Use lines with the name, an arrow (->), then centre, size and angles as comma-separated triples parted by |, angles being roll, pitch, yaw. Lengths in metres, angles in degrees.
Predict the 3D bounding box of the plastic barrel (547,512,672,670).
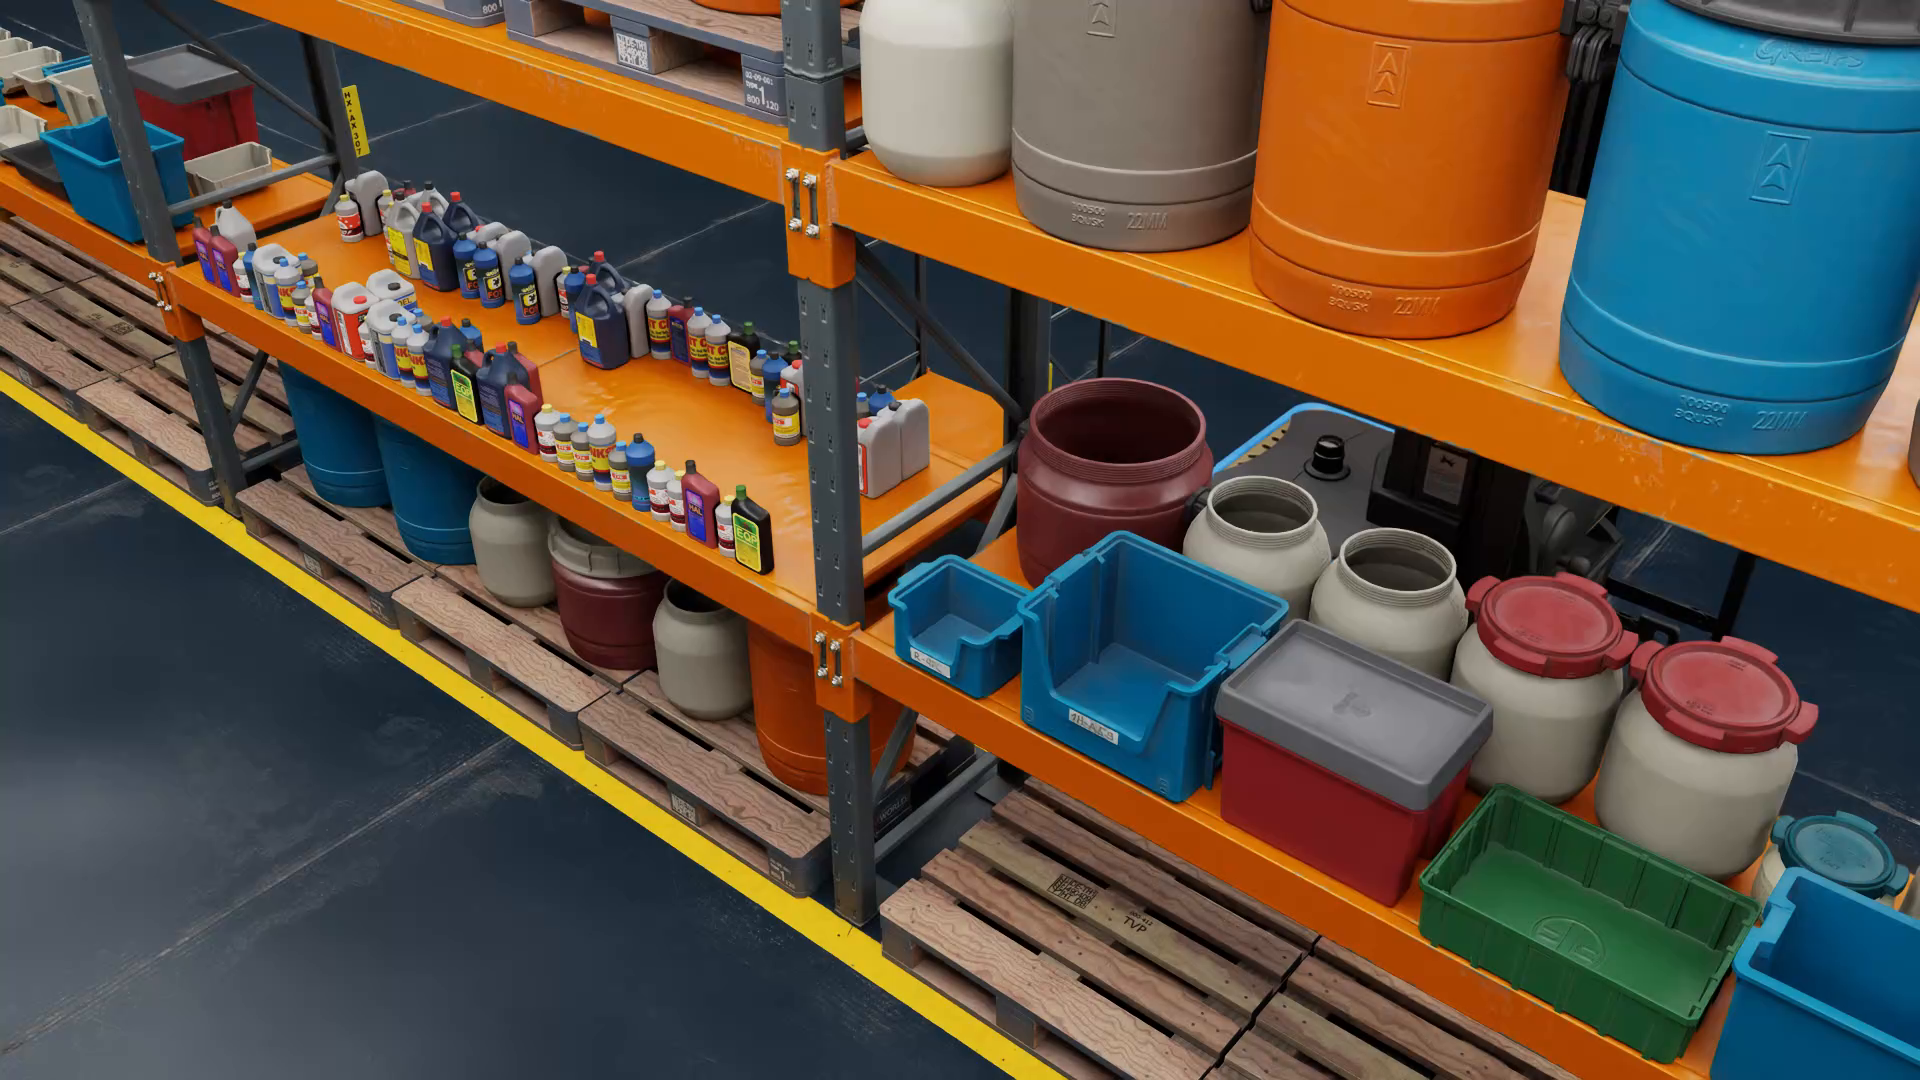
plastic barrel -> -1.328, 0.120, 6.685 | 0.708, 0.588, 0.600 | 25, 42, 32

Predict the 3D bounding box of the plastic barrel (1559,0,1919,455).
plastic barrel -> 1.466, -0.680, 2.998 | 0.708, 0.901, 0.600 | 25, 42, 32

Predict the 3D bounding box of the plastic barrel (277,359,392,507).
plastic barrel -> -2.740, -0.675, 7.565 | 0.708, 0.901, 0.600 | 25, 42, 32

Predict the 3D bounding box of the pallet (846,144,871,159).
pallet -> -0.513, -2.886, 11.766 | 1.213, 0.211, 1.003 | 25, 42, 32

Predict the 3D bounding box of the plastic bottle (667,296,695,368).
plastic bottle -> -1.058, -0.810, 6.383 | 0.133, 0.283, 0.061 | 25, 42, 32

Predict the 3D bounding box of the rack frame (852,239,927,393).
rack frame -> -0.325, -0.771, 7.549 | 0.032, 1.500, 0.500 | 25, 42, 32

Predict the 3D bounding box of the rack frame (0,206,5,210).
rack frame -> -6.222, -3.020, 9.498 | 0.127, 3.000, 1.000 | 25, 42, 32

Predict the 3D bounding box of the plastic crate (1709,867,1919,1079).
plastic crate -> 1.954, 1.069, 3.558 | 0.575, 0.384, 0.392 | 25, 42, 32

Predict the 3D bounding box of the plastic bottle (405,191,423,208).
plastic bottle -> -2.357, -1.385, 7.227 | 0.135, 0.276, 0.152 | 25, 42, 32

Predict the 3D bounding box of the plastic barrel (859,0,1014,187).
plastic barrel -> -0.031, -1.159, 4.039 | 0.421, 0.512, 0.421 | 0, 34, 0

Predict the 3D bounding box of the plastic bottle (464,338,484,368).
plastic bottle -> -1.741, -0.591, 6.063 | 0.133, 0.283, 0.061 | 25, 42, 32

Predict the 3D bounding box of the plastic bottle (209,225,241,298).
plastic bottle -> -3.036, -1.156, 6.887 | 0.133, 0.283, 0.061 | 25, 42, 32

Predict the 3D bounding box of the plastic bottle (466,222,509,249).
plastic bottle -> -1.969, -1.203, 6.961 | 0.135, 0.276, 0.152 | 25, 42, 32

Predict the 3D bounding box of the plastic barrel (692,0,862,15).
plastic barrel -> -0.508, -1.916, 4.490 | 0.708, 0.830, 0.600 | 25, 42, 32

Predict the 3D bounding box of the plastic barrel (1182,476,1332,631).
plastic barrel -> 0.854, 0.111, 4.839 | 0.421, 0.512, 0.421 | 0, 34, 0

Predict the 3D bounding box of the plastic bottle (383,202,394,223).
plastic bottle -> -2.467, -1.382, 7.288 | 0.097, 0.201, 0.097 | 0, 34, 0

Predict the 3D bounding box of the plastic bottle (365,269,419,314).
plastic bottle -> -2.227, -0.917, 6.545 | 0.135, 0.276, 0.152 | 25, 42, 32

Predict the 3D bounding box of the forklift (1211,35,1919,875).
forklift -> 2.218, -0.153, 5.383 | 3.031, 2.935, 1.130 | 25, 42, 32

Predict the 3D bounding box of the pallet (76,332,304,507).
pallet -> -3.737, -0.671, 8.541 | 1.213, 0.211, 1.003 | 25, 42, 32

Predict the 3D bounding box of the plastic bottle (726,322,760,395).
plastic bottle -> -0.806, -0.691, 6.209 | 0.133, 0.283, 0.061 | 25, 42, 32

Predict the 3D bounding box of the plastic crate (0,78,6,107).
plastic crate -> -5.000, -2.157, 8.336 | 0.300, 0.233, 0.416 | 25, 42, 32

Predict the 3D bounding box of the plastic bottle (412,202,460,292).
plastic bottle -> -2.182, -1.230, 6.935 | 0.185, 0.351, 0.144 | 25, 42, 32

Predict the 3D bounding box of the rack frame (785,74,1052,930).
rack frame -> -0.073, -0.122, 5.278 | 0.127, 3.000, 1.000 | 25, 42, 32

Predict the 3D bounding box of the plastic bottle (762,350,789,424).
plastic bottle -> -0.665, -0.561, 6.032 | 0.097, 0.271, 0.097 | 0, 34, 0

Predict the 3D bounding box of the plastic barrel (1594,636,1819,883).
plastic barrel -> 1.842, 0.563, 4.160 | 0.433, 0.535, 0.433 | 0, 34, 0

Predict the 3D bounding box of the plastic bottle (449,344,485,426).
plastic bottle -> -1.780, -0.564, 6.025 | 0.133, 0.283, 0.061 | 25, 42, 32

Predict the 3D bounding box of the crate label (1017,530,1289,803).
crate label -> 0.517, 0.341, 4.573 | 0.616, 0.435, 0.502 | 25, 42, 32

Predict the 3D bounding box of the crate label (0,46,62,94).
crate label -> -5.036, -2.518, 8.946 | 0.243, 0.136, 0.396 | 25, 42, 32

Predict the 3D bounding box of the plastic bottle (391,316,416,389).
plastic bottle -> -2.074, -0.711, 6.250 | 0.097, 0.271, 0.097 | 0, 34, 0

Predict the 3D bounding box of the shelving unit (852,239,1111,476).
shelving unit -> 0.059, -0.591, 7.285 | 1.083, 1.500, 0.587 | 25, 42, 32

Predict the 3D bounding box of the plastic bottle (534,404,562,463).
plastic bottle -> -1.435, -0.381, 5.831 | 0.097, 0.201, 0.097 | 0, 34, 0

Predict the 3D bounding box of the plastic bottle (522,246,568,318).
plastic bottle -> -1.688, -1.070, 6.768 | 0.135, 0.276, 0.152 | 25, 42, 32

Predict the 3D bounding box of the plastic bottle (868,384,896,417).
plastic bottle -> -0.271, -0.420, 5.826 | 0.097, 0.271, 0.097 | 0, 34, 0

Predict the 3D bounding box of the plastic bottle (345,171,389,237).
plastic bottle -> -2.638, -1.518, 7.420 | 0.135, 0.276, 0.152 | 25, 42, 32

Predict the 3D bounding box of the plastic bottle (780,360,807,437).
plastic bottle -> -0.555, -0.536, 5.990 | 0.135, 0.276, 0.152 | 25, 42, 32

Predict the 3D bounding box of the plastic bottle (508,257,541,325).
plastic bottle -> -1.753, -1.007, 6.680 | 0.097, 0.271, 0.097 | 0, 34, 0

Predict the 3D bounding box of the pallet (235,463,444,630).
pallet -> -2.581, -0.124, 7.744 | 1.213, 0.211, 1.003 | 25, 42, 32

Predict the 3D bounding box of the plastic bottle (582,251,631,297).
plastic bottle -> -1.385, -0.961, 6.543 | 0.185, 0.351, 0.144 | 25, 42, 32

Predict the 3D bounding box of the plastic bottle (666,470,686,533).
plastic bottle -> -0.912, -0.134, 5.472 | 0.097, 0.201, 0.097 | 0, 34, 0

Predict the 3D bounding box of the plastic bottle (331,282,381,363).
plastic bottle -> -2.324, -0.851, 6.449 | 0.135, 0.276, 0.152 | 25, 42, 32

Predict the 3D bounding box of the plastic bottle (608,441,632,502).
plastic bottle -> -1.136, -0.240, 5.626 | 0.097, 0.201, 0.097 | 0, 34, 0

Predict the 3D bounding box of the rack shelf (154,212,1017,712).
rack shelf -> -1.610, -0.550, 6.537 | 4.000, 0.370, 1.077 | 25, 42, 32

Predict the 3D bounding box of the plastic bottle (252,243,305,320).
plastic bottle -> -2.754, -1.054, 6.744 | 0.135, 0.276, 0.152 | 25, 42, 32

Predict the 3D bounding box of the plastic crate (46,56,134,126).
plastic crate -> -4.203, -2.180, 8.326 | 0.530, 0.282, 0.437 | 25, 42, 32

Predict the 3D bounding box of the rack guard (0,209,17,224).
rack guard -> -6.248, -1.992, 10.210 | 0.348, 0.500, 1.175 | 25, 42, 32

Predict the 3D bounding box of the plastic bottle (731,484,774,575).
plastic bottle -> -0.657, -0.035, 5.254 | 0.133, 0.283, 0.061 | 25, 42, 32

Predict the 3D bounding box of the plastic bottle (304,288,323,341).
plastic bottle -> -2.533, -0.899, 6.584 | 0.097, 0.201, 0.097 | 0, 34, 0
